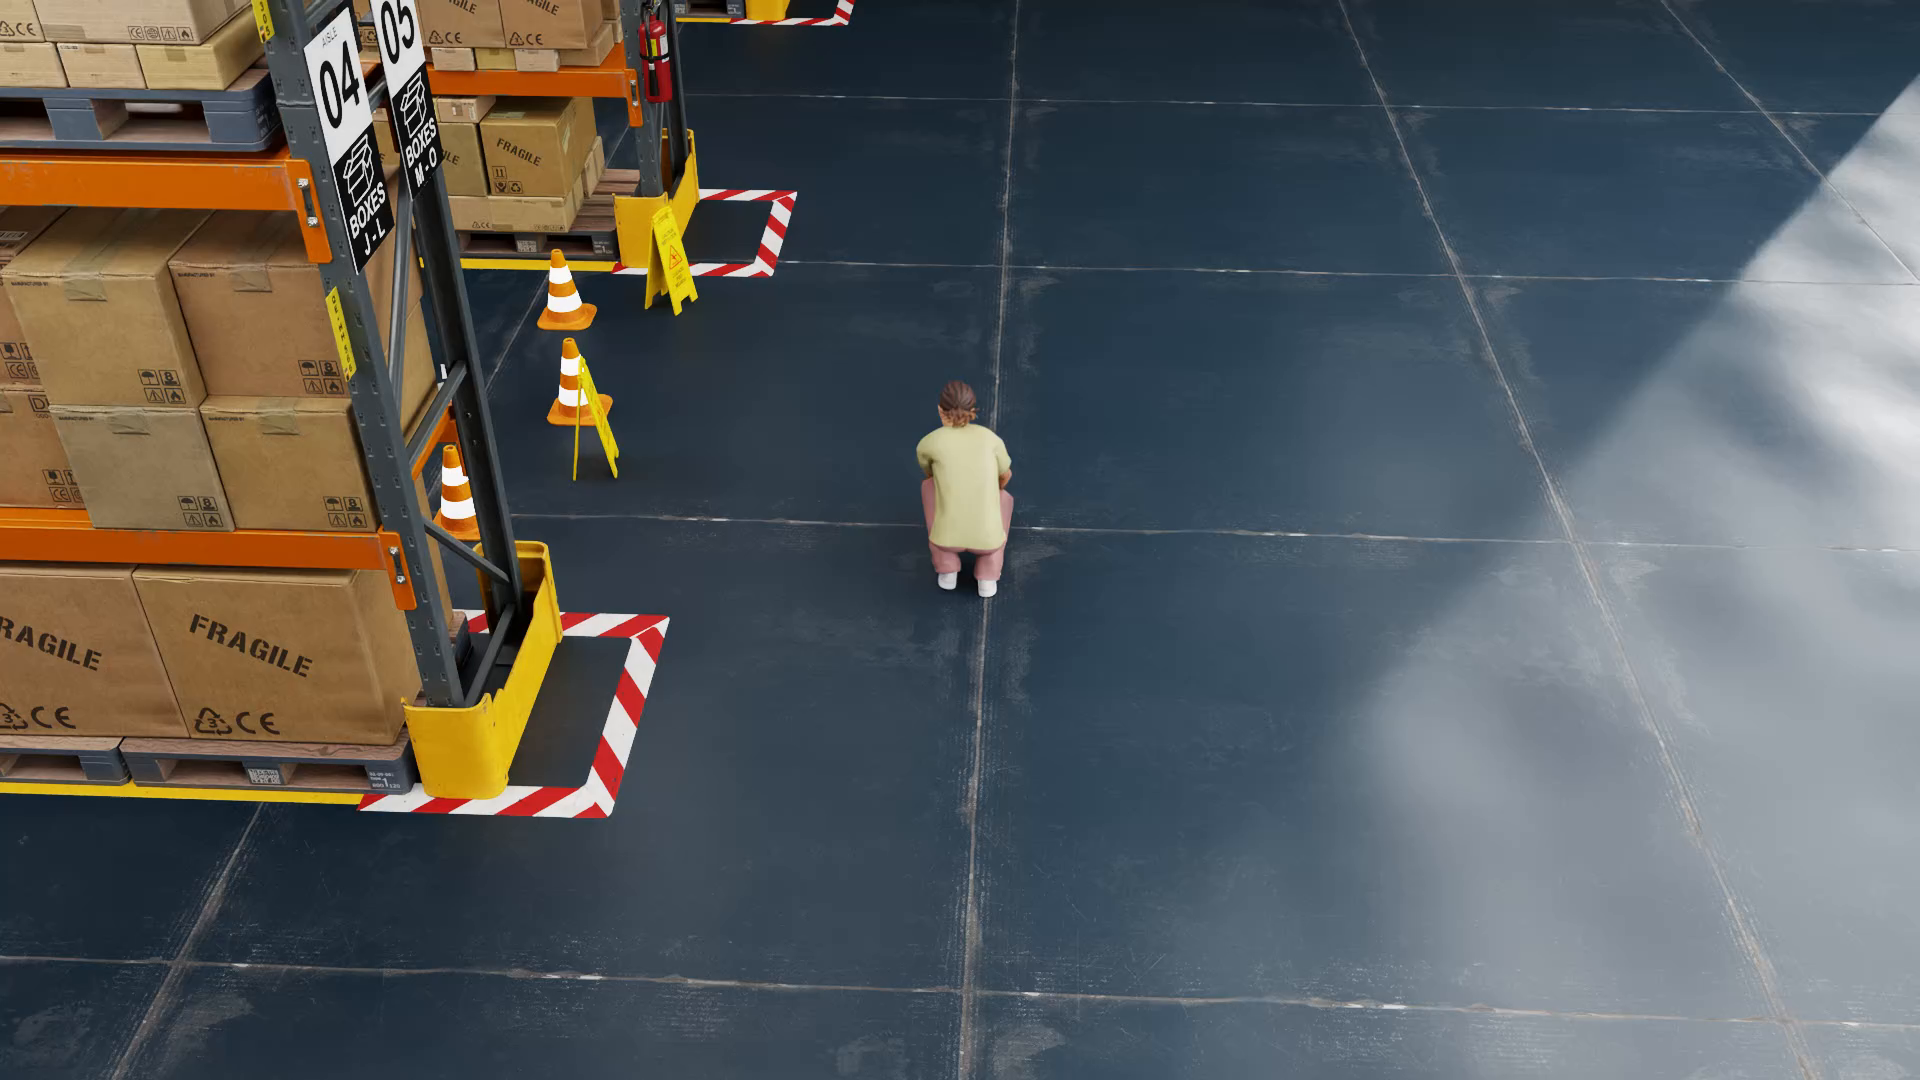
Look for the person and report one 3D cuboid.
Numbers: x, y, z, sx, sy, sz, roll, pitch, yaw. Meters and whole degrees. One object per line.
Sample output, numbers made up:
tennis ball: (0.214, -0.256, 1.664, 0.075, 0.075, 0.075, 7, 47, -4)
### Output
person: (0.025, -0.257, 8.113, 0.473, 0.935, 0.788, 1, 36, 2)
